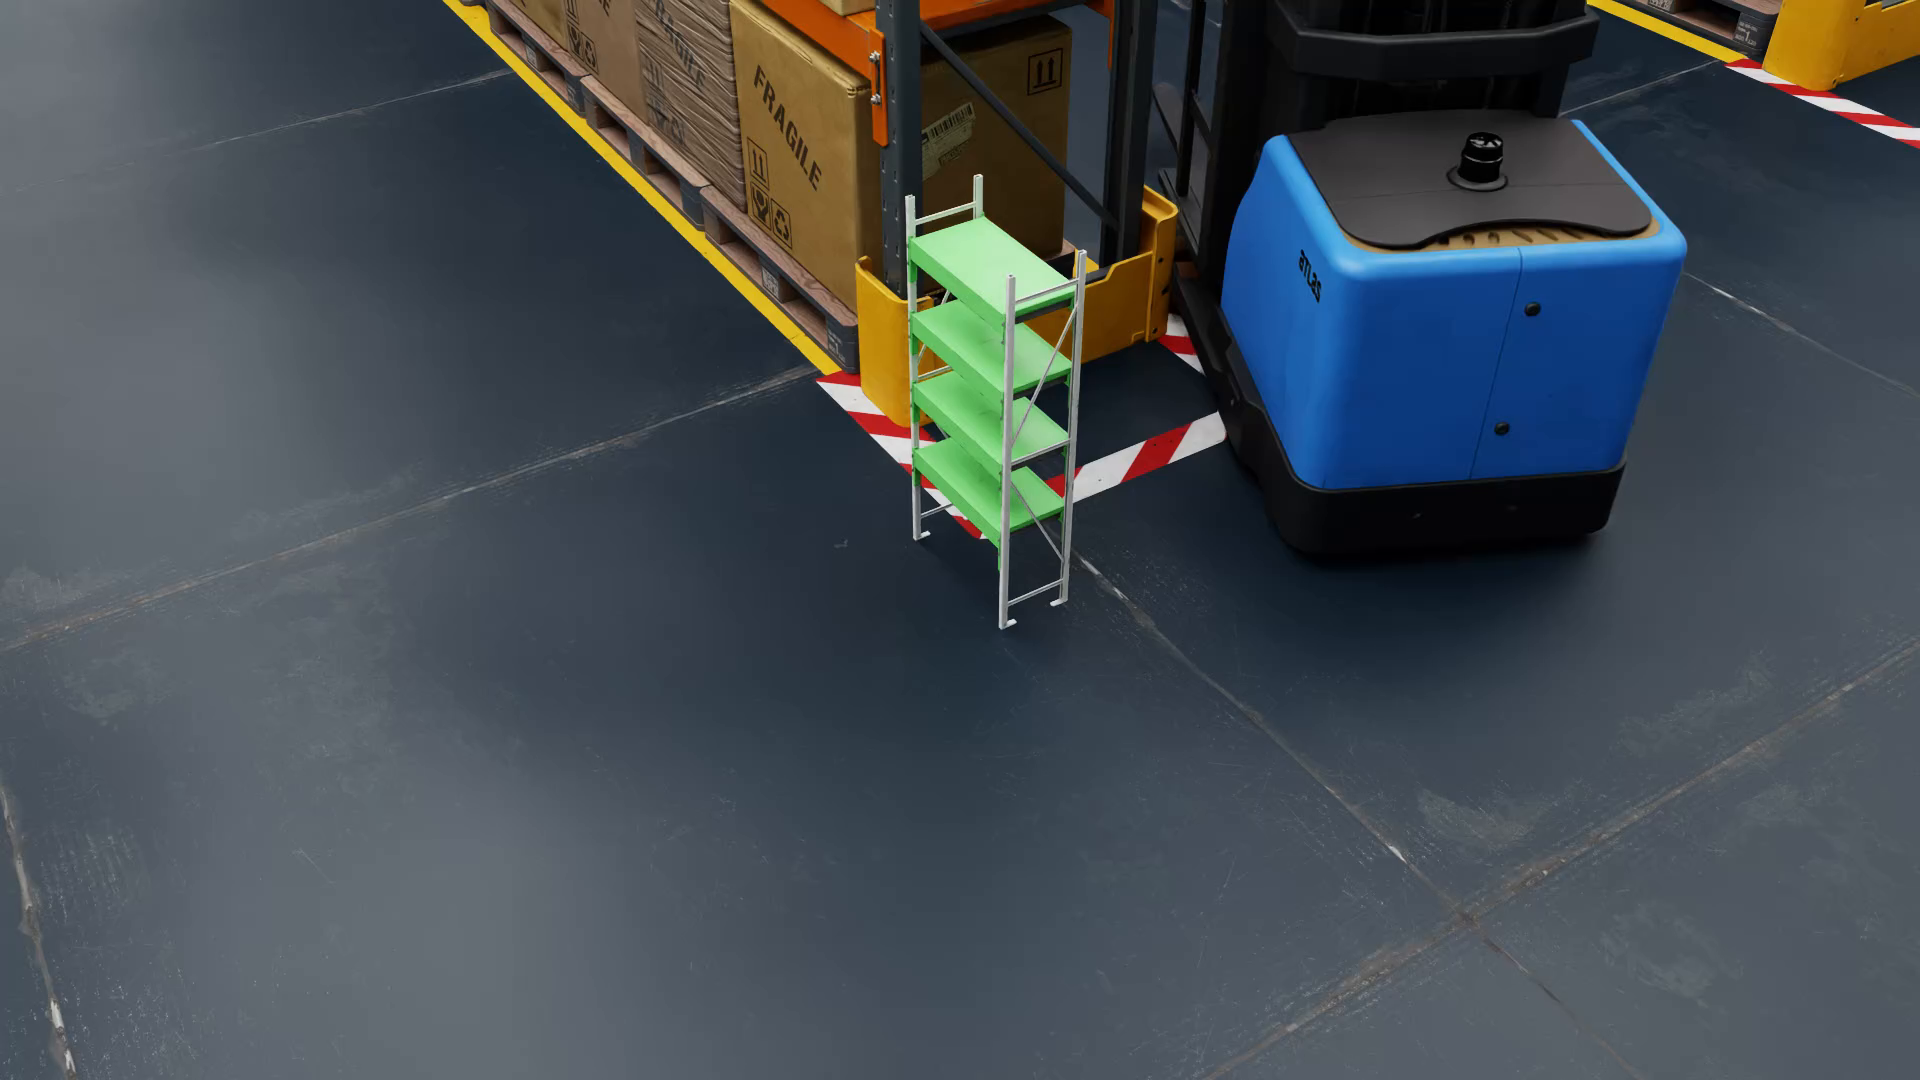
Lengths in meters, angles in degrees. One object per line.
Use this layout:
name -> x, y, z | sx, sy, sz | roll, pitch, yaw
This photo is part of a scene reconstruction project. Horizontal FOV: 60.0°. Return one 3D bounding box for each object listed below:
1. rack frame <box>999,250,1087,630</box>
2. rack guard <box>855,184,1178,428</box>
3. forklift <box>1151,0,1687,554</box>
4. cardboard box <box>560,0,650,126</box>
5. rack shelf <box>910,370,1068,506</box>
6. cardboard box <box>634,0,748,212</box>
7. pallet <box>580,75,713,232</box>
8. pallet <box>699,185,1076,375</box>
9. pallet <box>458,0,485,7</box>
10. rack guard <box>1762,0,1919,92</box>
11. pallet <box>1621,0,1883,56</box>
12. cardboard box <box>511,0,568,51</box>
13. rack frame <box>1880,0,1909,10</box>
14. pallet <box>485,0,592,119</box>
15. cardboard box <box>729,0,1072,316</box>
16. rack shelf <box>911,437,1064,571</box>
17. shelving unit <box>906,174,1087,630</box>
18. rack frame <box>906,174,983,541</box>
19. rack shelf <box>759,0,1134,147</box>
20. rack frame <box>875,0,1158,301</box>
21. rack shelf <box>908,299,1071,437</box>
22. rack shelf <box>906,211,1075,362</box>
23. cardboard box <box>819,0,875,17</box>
rack frame -> 0.220, -0.240, 4.601 | 0.240, 1.200, 0.015 | -22, 45, -24
rack guard -> 0.210, -0.854, 5.884 | 1.175, 0.500, 0.348 | -22, 45, -24
forklift -> 1.355, -2.022, 5.387 | 1.130, 2.935, 3.031 | -4, 40, -5
cardboard box -> -1.183, -2.462, 7.193 | 0.875, 0.875, 0.875 | -22, 45, -24
rack shelf -> 0.089, -0.322, 4.799 | 0.258, 0.148, 0.480 | -22, 45, -24
cardboard box -> -0.704, -1.981, 6.616 | 0.875, 0.875, 0.875 | -22, 45, -24
pallet -> -0.951, -1.818, 7.267 | 1.003, 0.211, 1.213 | -22, 45, -24
pallet -> -0.299, -1.160, 6.478 | 1.003, 0.211, 1.213 | -22, 45, -24
pallet -> -2.433, -3.305, 9.052 | 1.003, 0.211, 1.213 | -22, 45, -24
rack guard -> 4.397, -2.563, 7.935 | 1.175, 0.500, 0.348 | -22, 45, -24
pallet -> 3.962, -2.919, 8.588 | 1.003, 0.211, 1.213 | -22, 45, -24
cardboard box -> -1.667, -2.947, 7.775 | 0.875, 0.875, 0.875 | -22, 45, -24
rack frame -> 4.373, -3.532, 7.145 | 1.000, 3.000, 0.127 | -22, 45, -24
pallet -> -1.611, -2.477, 8.058 | 1.003, 0.211, 1.213 | -22, 45, -24
cardboard box -> -0.215, -1.490, 6.027 | 0.875, 0.875, 0.875 | -22, 45, -24
rack shelf -> 0.089, -0.138, 4.953 | 0.258, 0.148, 0.480 | -22, 45, -24
shelving unit -> 0.089, -0.372, 4.759 | 0.258, 1.200, 0.503 | -22, 45, -24
rack frame -> -0.042, -0.503, 4.917 | 0.240, 1.200, 0.015 | -22, 45, -24
rack shelf -> -0.879, -2.630, 6.625 | 1.077, 0.370, 4.000 | -22, 45, -24
rack frame -> 0.197, -1.827, 5.099 | 1.000, 3.000, 0.127 | -22, 45, -24
rack shelf -> 0.089, -0.507, 4.646 | 0.258, 0.148, 0.480 | -22, 45, -24
rack shelf -> 0.089, -0.691, 4.492 | 0.258, 0.148, 0.480 | -22, 45, -24
cardboard box -> -0.272, -1.809, 5.274 | 0.380, 0.149, 0.250 | -21, 44, -24
